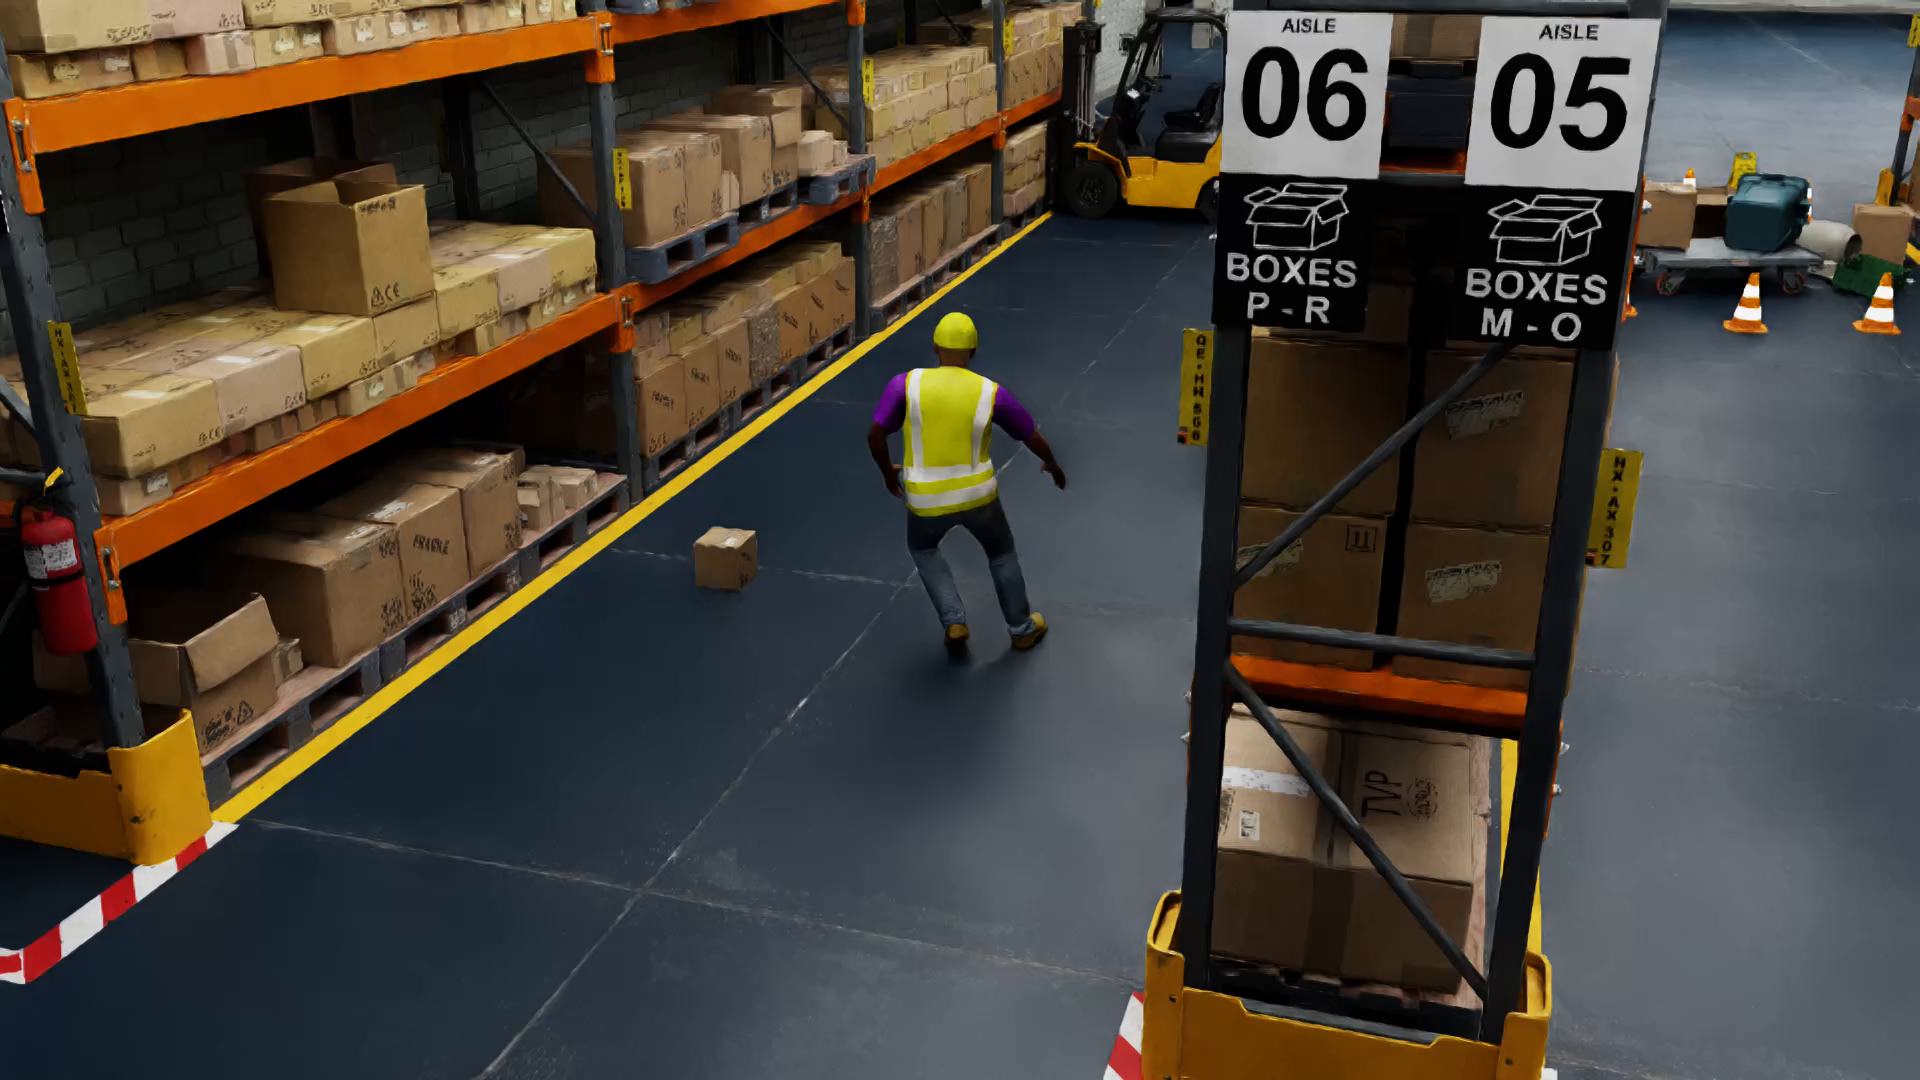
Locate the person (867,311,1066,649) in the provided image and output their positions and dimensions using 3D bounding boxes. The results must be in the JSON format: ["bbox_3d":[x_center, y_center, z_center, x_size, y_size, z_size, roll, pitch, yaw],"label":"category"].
[{"bbox_3d":[0.046,-0.239,7.830,0.968,1.685,0.501,-3,22,-7],"label":"person"}]
